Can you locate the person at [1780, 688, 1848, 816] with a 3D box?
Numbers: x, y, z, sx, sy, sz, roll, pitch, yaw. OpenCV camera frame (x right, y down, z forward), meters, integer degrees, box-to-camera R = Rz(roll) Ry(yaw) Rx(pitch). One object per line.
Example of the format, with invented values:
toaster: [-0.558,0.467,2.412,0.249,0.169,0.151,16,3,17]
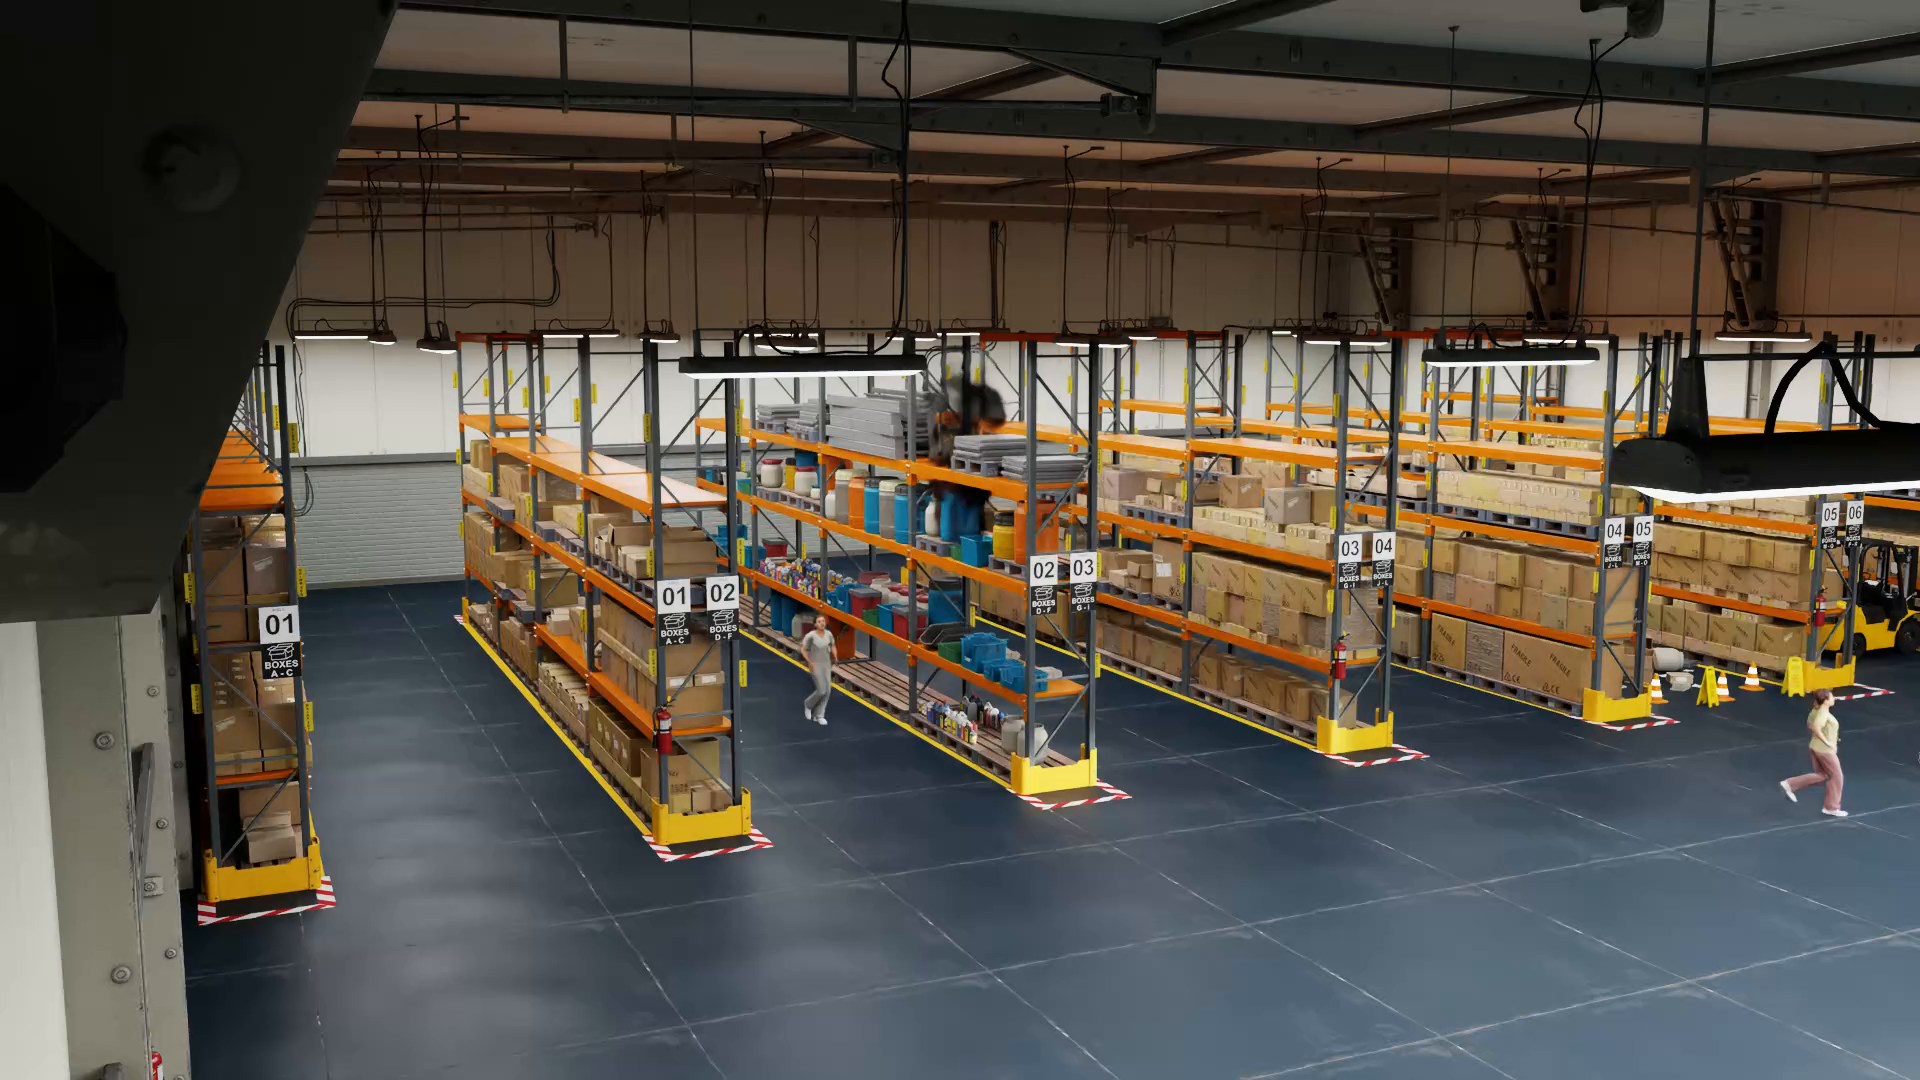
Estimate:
person: [10.898,2.696,21.115,0.818,1.651,0.579,1,8,8]

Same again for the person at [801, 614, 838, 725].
person: [-2.070,1.908,24.731,0.560,1.644,0.551,-5,9,-35]
